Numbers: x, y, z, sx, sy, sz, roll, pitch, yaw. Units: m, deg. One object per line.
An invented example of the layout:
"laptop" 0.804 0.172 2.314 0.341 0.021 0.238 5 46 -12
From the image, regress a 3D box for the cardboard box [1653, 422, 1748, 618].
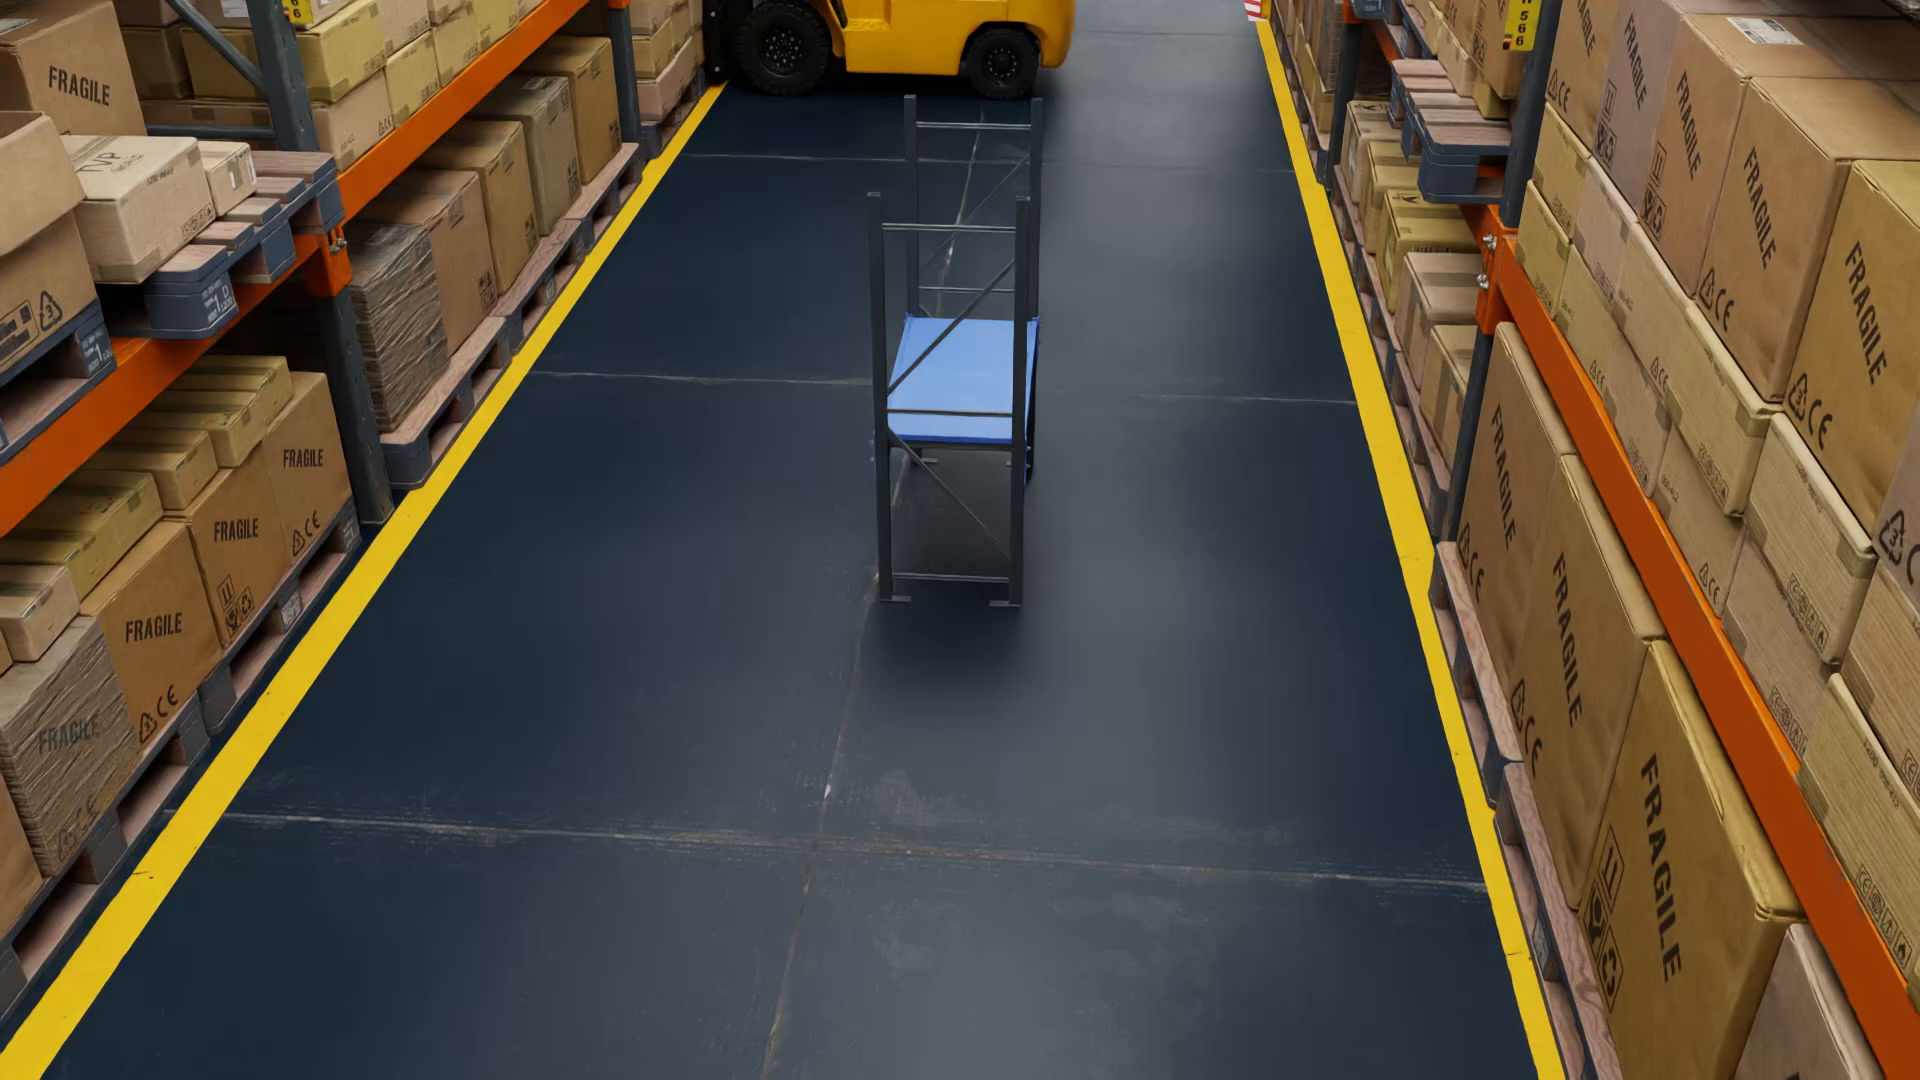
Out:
"cardboard box" 1.860 -0.058 3.628 0.500 0.250 0.500 2 32 4

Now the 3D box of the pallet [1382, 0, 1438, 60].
"pallet" 2.380 -2.124 7.020 1.003 0.211 1.213 2 32 4

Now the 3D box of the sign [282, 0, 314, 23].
"sign" -2.146 -1.820 5.315 0.100 0.325 0.005 2 32 4

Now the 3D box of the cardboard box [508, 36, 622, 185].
"cardboard box" -2.393 -2.365 9.091 0.875 0.625 0.625 4 32 6

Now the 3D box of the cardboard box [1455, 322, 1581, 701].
"cardboard box" 2.121 -0.085 5.154 0.875 0.875 0.875 2 32 4

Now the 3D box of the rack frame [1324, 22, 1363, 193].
"rack frame" 2.586 -3.260 8.681 1.000 3.000 0.127 2 32 4

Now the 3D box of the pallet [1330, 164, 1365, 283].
"pallet" 2.524 -1.666 8.752 1.003 0.211 1.213 2 32 4

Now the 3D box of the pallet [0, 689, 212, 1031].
"pallet" -2.888 0.833 4.696 1.003 0.211 1.213 2 32 4

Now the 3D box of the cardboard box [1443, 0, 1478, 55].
"cardboard box" 2.051 -2.037 5.917 0.500 0.500 0.500 2 32 3

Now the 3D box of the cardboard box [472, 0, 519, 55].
"cardboard box" -2.283 -2.340 7.331 0.500 0.250 0.500 3 32 6

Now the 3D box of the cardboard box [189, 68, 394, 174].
"cardboard box" -2.408 -1.536 6.027 0.500 0.250 0.500 3 32 4

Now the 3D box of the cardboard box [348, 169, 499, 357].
"cardboard box" -2.578 -1.214 7.224 0.875 0.625 0.625 3 32 6

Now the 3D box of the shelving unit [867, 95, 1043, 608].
"shelving unit" 0.007 -0.683 5.929 0.538 1.500 1.048 2 32 4

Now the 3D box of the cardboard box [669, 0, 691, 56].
"cardboard box" -1.976 -3.195 10.319 0.500 0.250 0.500 2 32 4

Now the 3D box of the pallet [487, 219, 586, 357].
"pallet" -2.480 -1.257 8.088 1.003 0.211 1.213 2 32 4

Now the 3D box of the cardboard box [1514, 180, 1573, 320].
"cardboard box" 1.969 -0.860 4.929 0.500 0.250 0.500 2 32 3

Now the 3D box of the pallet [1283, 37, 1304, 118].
"pallet" 2.702 -3.065 11.023 1.003 0.211 1.213 2 32 4

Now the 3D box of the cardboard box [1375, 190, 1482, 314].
"cardboard box" 2.435 -1.306 7.615 0.950 0.372 0.625 3 32 6

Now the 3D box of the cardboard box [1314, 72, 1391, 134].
"cardboard box" 2.366 -2.589 9.813 0.500 0.250 0.500 4 32 6

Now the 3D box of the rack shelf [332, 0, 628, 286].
"rack shelf" -2.525 -2.118 7.514 1.077 0.370 4.000 2 32 4

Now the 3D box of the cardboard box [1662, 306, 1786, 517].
"cardboard box" 1.822 -0.268 3.493 0.500 0.250 0.500 3 32 5

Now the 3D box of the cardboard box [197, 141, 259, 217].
"cardboard box" -2.359 -1.091 5.000 0.380 0.149 0.250 3 32 5

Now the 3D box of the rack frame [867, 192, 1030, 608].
"rack frame" -0.034 -0.417 5.498 0.500 1.500 0.032 2 32 4

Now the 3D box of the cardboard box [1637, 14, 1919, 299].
"cardboard box" 1.888 -0.860 3.738 0.500 0.500 0.500 3 32 5

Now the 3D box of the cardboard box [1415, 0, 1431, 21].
"cardboard box" 2.099 -2.235 6.858 0.380 0.149 0.250 1 32 2

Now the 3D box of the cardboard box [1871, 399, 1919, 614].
"cardboard box" 1.755 -0.060 2.441 0.500 0.500 0.500 3 32 5

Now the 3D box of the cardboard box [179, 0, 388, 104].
"cardboard box" -2.383 -1.748 5.894 0.500 0.250 0.500 2 32 4

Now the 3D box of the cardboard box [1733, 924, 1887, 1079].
"cardboard box" 1.905 1.321 2.872 0.875 0.875 0.875 3 32 6

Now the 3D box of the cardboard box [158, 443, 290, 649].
"cardboard box" -2.559 -0.002 5.376 0.500 0.500 0.500 2 32 3

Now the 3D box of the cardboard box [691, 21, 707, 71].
"cardboard box" -1.940 -3.253 10.890 0.500 0.250 0.500 3 32 5

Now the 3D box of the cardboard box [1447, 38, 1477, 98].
"cardboard box" 1.978 -1.699 5.987 0.380 0.149 0.250 2 32 4

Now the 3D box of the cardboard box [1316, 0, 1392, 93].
"cardboard box" 2.366 -2.908 9.616 0.500 0.500 0.500 2 32 3

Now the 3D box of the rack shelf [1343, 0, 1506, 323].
"rack shelf" 2.423 -1.908 7.173 1.077 0.370 4.000 2 32 4

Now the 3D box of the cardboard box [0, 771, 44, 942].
"cardboard box" -2.671 0.815 4.050 0.500 0.500 0.500 2 32 3

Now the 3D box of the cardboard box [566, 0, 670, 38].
"cardboard box" -2.010 -3.144 9.760 0.500 0.250 0.500 2 32 3

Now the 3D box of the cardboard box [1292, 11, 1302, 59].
"cardboard box" 2.489 -3.398 11.125 0.500 0.250 0.500 5 32 7

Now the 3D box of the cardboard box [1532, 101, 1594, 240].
"cardboard box" 1.973 -1.063 4.783 0.500 0.250 0.500 2 32 4

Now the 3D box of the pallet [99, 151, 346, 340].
"pallet" -2.673 -0.940 5.098 1.213 0.211 1.003 2 32 4

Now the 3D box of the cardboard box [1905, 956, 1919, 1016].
"cardboard box" 1.720 0.742 2.331 0.500 0.250 0.500 2 32 3

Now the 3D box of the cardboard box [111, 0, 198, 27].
"cardboard box" -2.863 -1.876 5.722 0.380 0.149 0.250 3 32 6

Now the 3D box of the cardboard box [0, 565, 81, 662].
"cardboard box" -2.611 0.192 4.444 0.380 0.149 0.250 1 32 2

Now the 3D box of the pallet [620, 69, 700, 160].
"pallet" -2.255 -2.697 10.425 1.003 0.211 1.213 2 32 4

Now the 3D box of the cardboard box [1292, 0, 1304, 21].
"cardboard box" 2.481 -3.721 10.935 0.500 0.500 0.500 3 32 5

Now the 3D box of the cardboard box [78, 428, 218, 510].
"cardboard box" -2.532 -0.221 5.113 0.380 0.149 0.250 1 32 2

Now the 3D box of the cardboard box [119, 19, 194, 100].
"cardboard box" -2.928 -1.774 5.937 0.500 0.250 0.500 3 32 5
